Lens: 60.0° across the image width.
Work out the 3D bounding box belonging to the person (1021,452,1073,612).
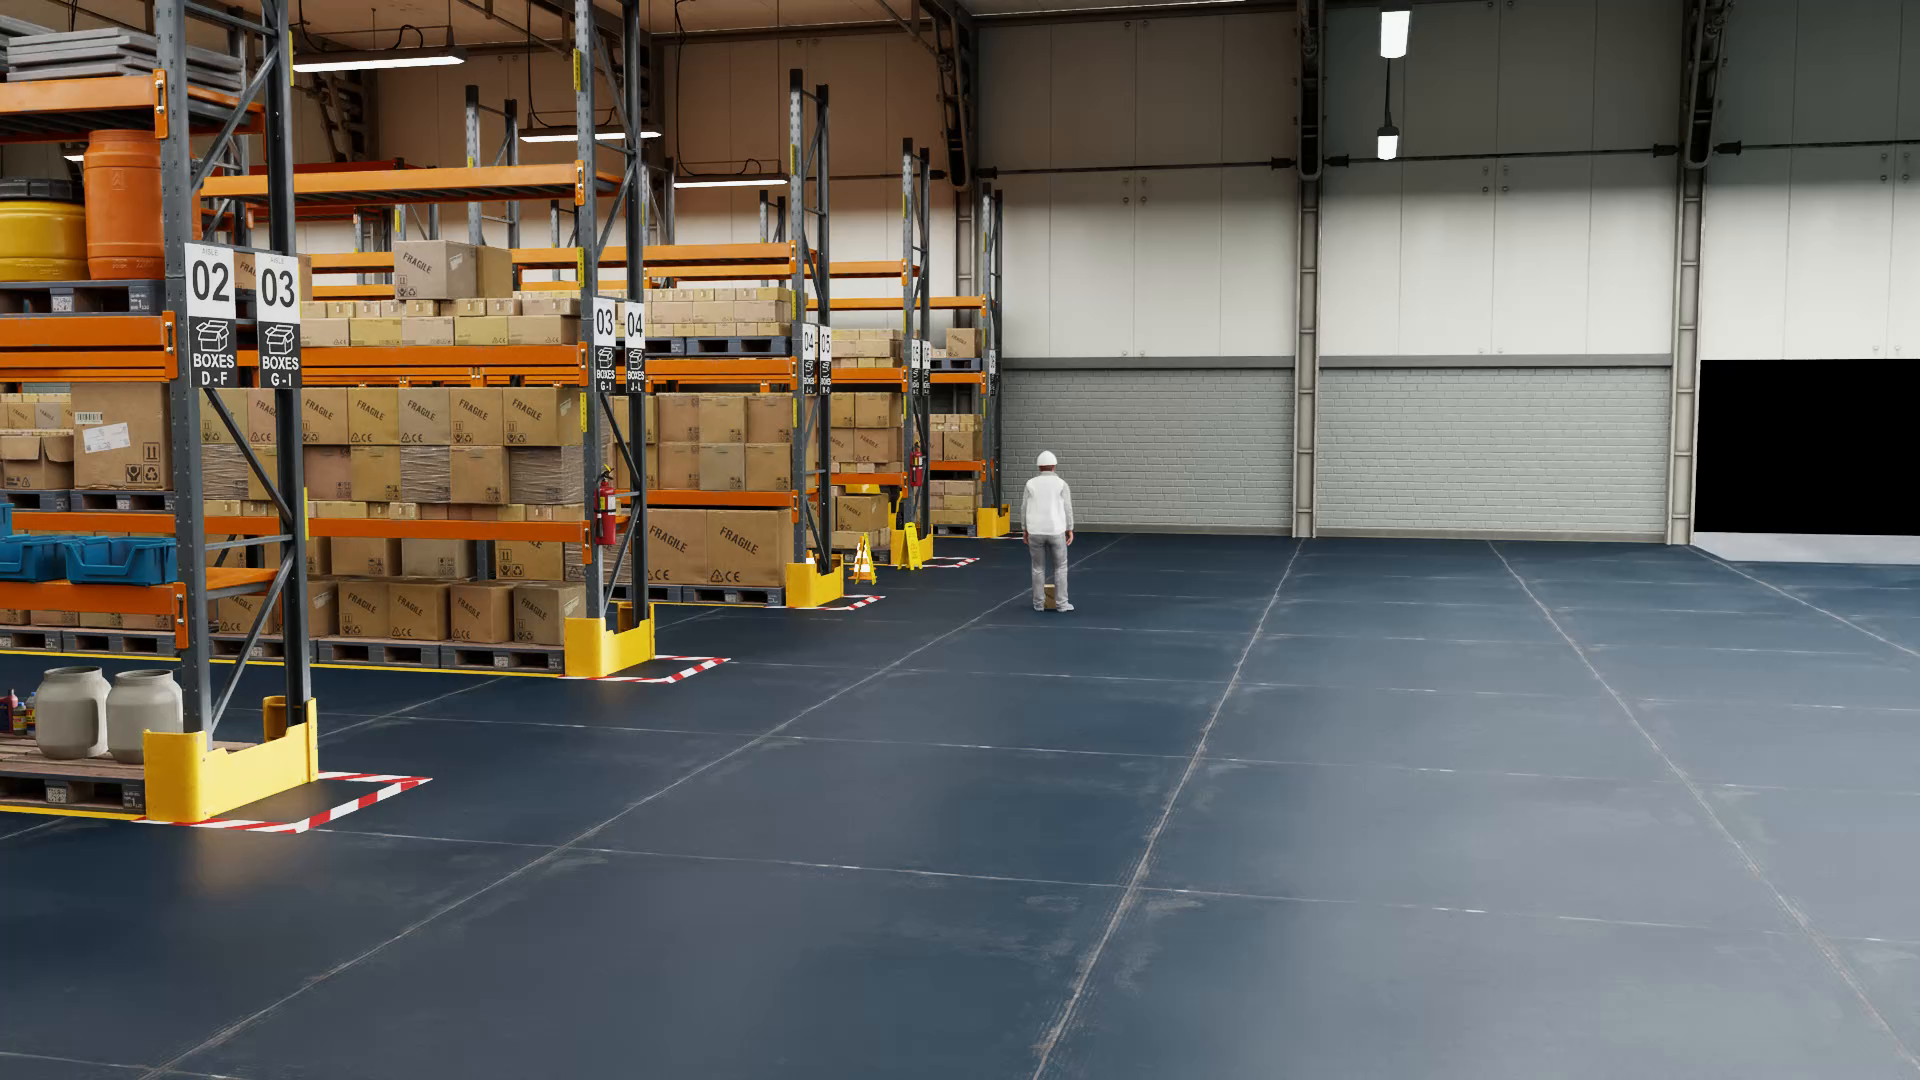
[{"bbox_3d":[0.974,-0.095,18.488,0.581,1.771,0.464,1,5,13],"label":"person"}]
